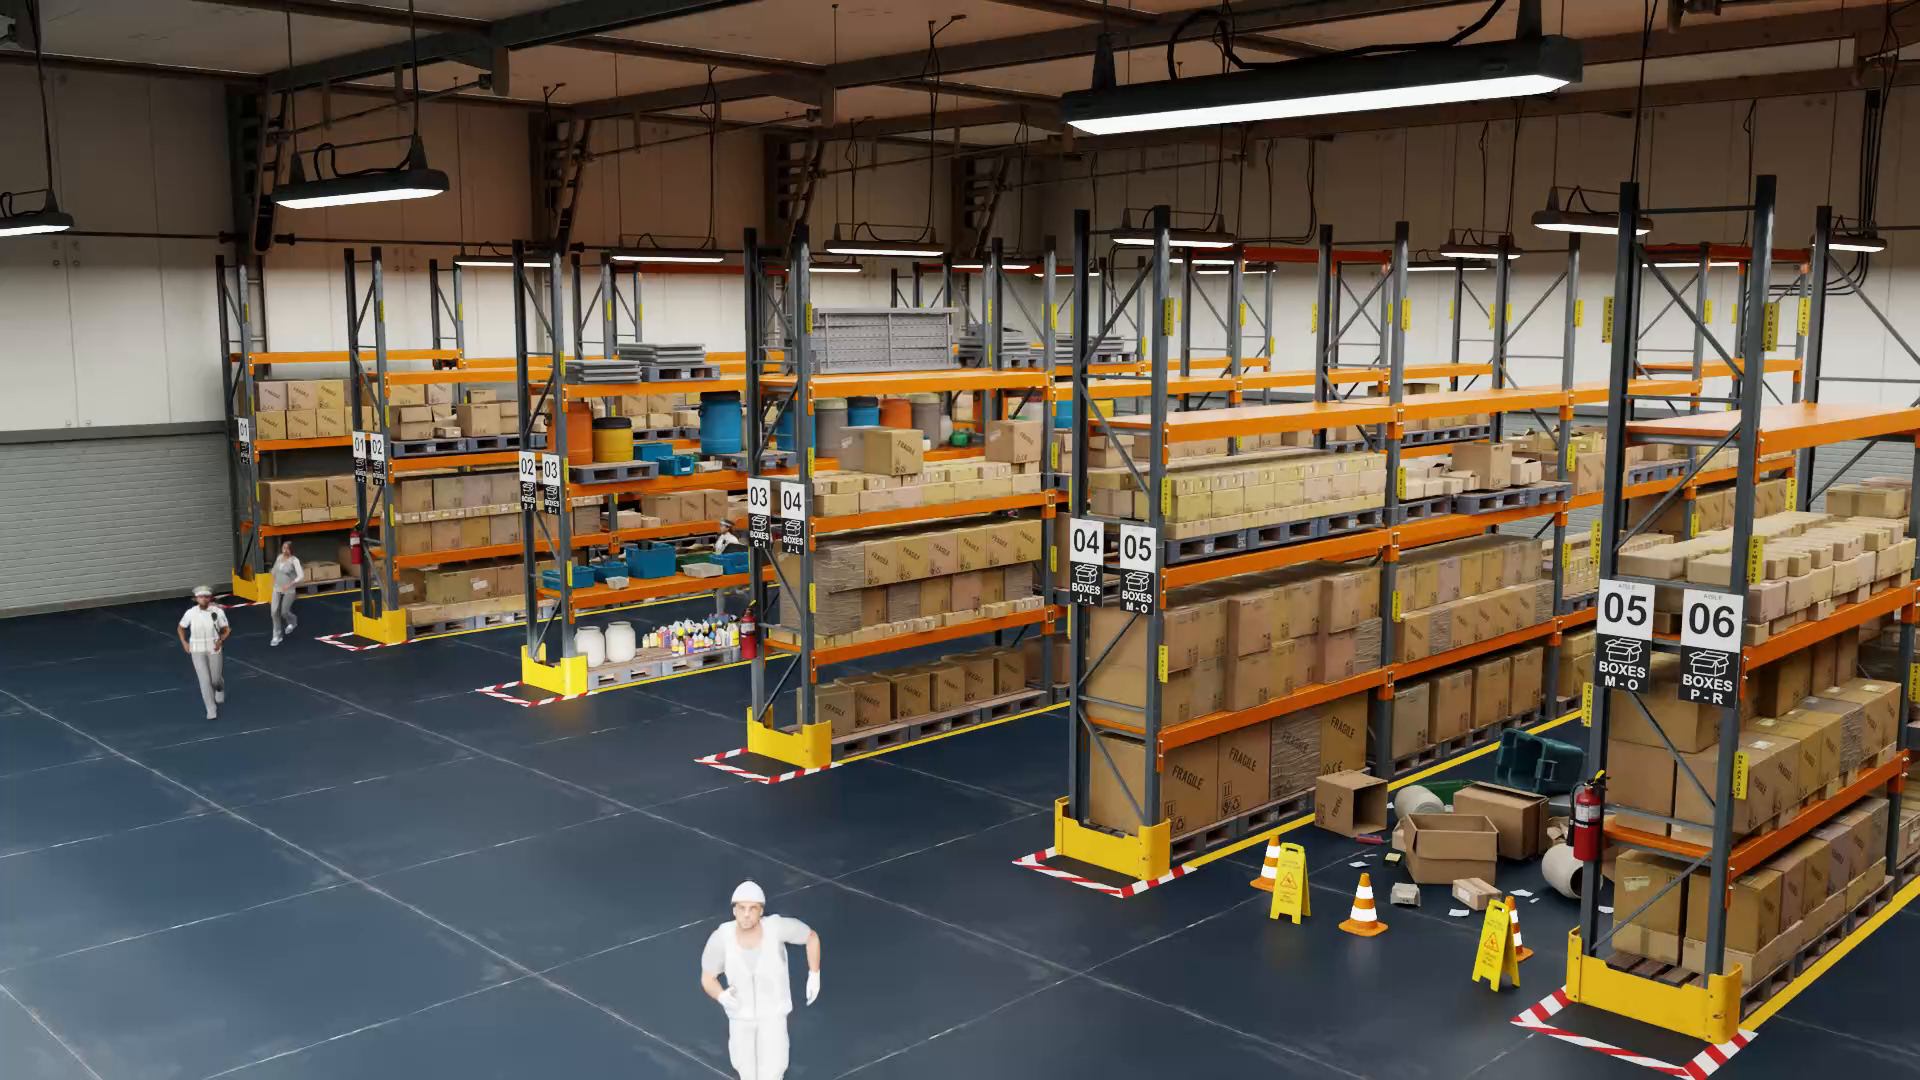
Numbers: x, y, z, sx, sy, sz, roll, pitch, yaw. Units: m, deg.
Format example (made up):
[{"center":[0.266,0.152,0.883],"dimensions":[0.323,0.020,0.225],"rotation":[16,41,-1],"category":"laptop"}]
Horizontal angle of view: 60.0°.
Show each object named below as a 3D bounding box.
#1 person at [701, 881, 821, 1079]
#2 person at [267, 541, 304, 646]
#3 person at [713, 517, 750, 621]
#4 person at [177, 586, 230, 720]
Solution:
[{"center":[-1.209,2.894,10.044],"dimensions":[0.707,1.728,0.657],"rotation":[0,8,0],"category":"person"},{"center":[-10.323,0.794,25.541],"dimensions":[0.576,1.581,0.688],"rotation":[1,8,6],"category":"person"},{"center":[-3.696,0.465,26.805],"dimensions":[0.860,1.694,0.610],"rotation":[-7,11,-42],"category":"person"},{"center":[-9.503,1.389,20.937],"dimensions":[0.609,1.665,0.760],"rotation":[-4,9,-24],"category":"person"}]
